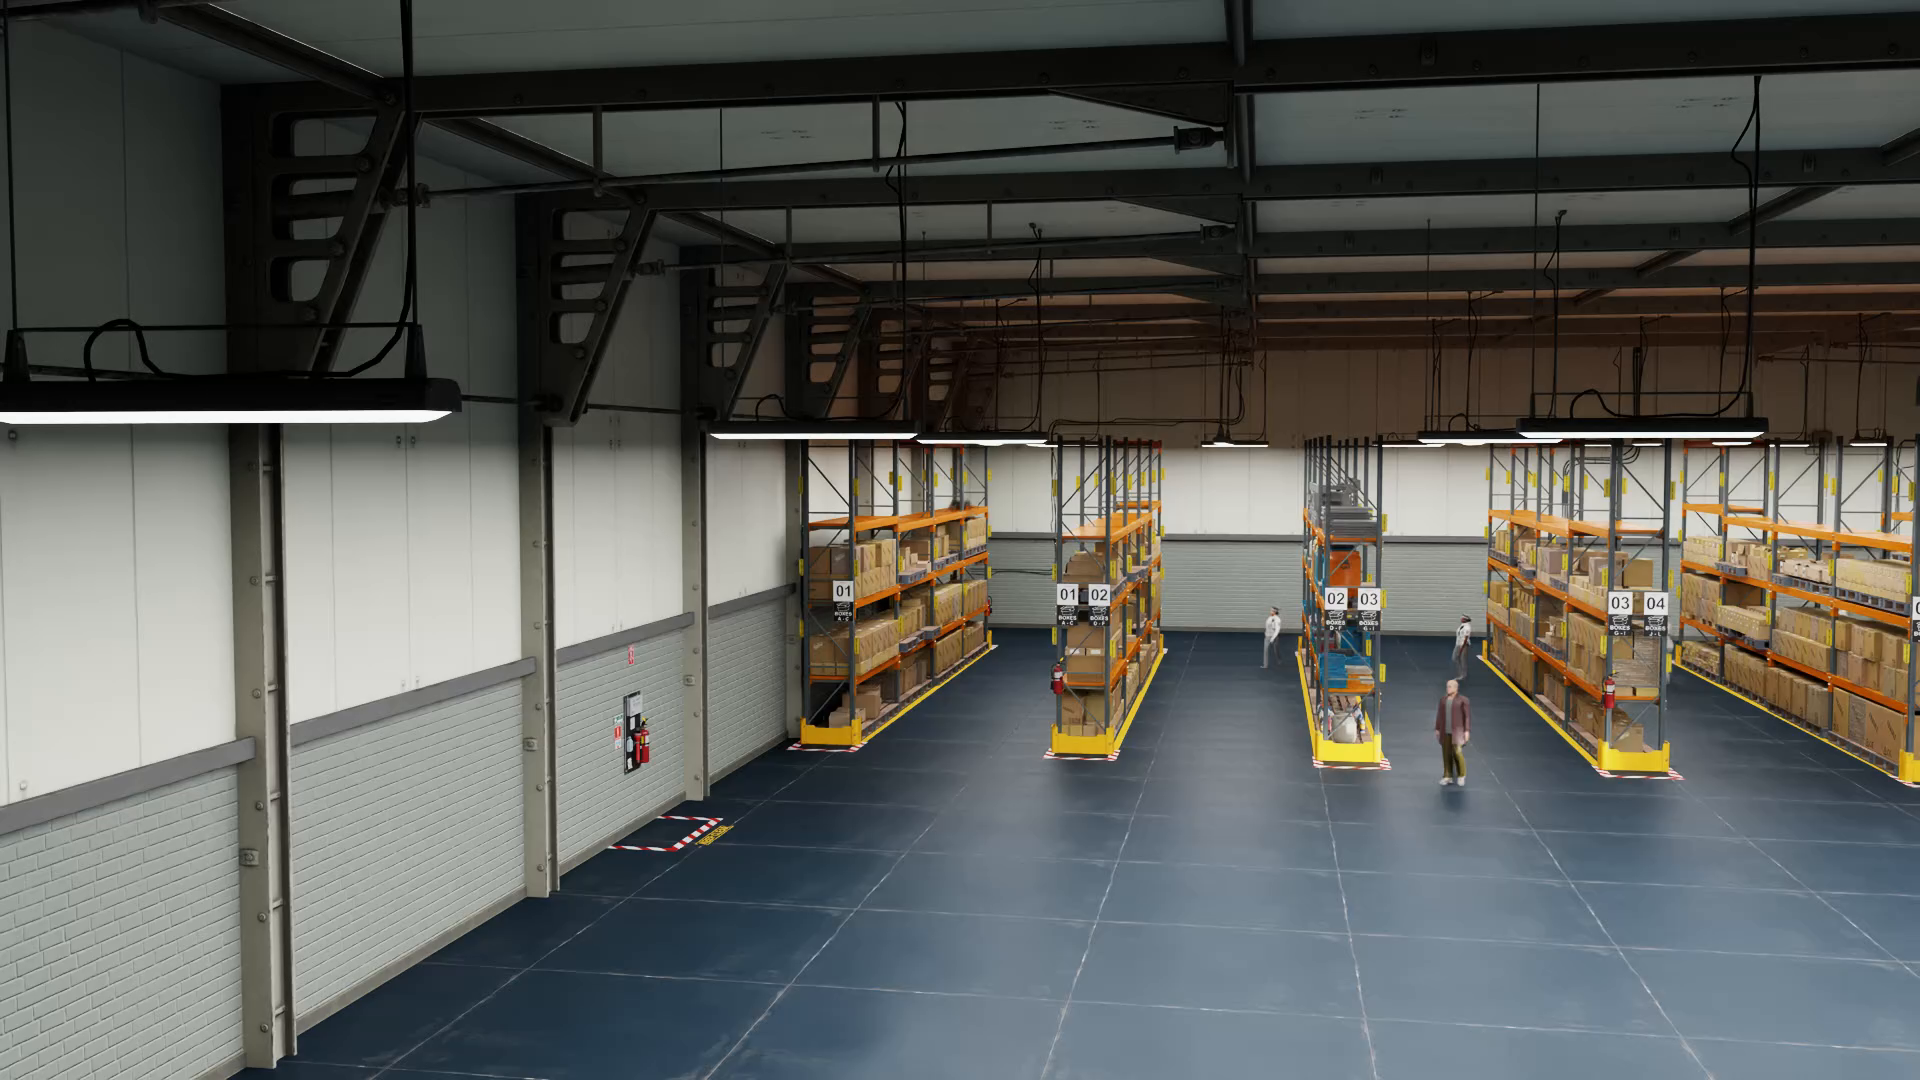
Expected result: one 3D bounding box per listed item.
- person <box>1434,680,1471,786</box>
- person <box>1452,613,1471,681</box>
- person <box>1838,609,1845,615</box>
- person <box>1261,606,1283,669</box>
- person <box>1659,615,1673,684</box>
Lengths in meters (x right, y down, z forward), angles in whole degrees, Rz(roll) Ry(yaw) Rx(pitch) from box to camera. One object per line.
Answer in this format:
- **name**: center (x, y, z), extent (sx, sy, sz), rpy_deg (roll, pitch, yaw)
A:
- **person**: center (8.413, 3.284, 28.436), extent (0.469, 1.783, 0.636), rpy_deg (-3, 4, -43)
- **person**: center (12.500, 2.671, 41.376), extent (0.430, 1.722, 0.469), rpy_deg (-1, 3, -20)
- **person**: center (21.719, 2.598, 41.113), extent (0.609, 1.820, 0.511), rpy_deg (-1, 3, -10)
- **person**: center (8.224, 2.538, 43.626), extent (0.426, 1.640, 0.975), rpy_deg (2, 4, 29)
- **person**: center (17.129, 2.675, 40.524), extent (0.580, 1.844, 0.484), rpy_deg (-2, 4, -38)
